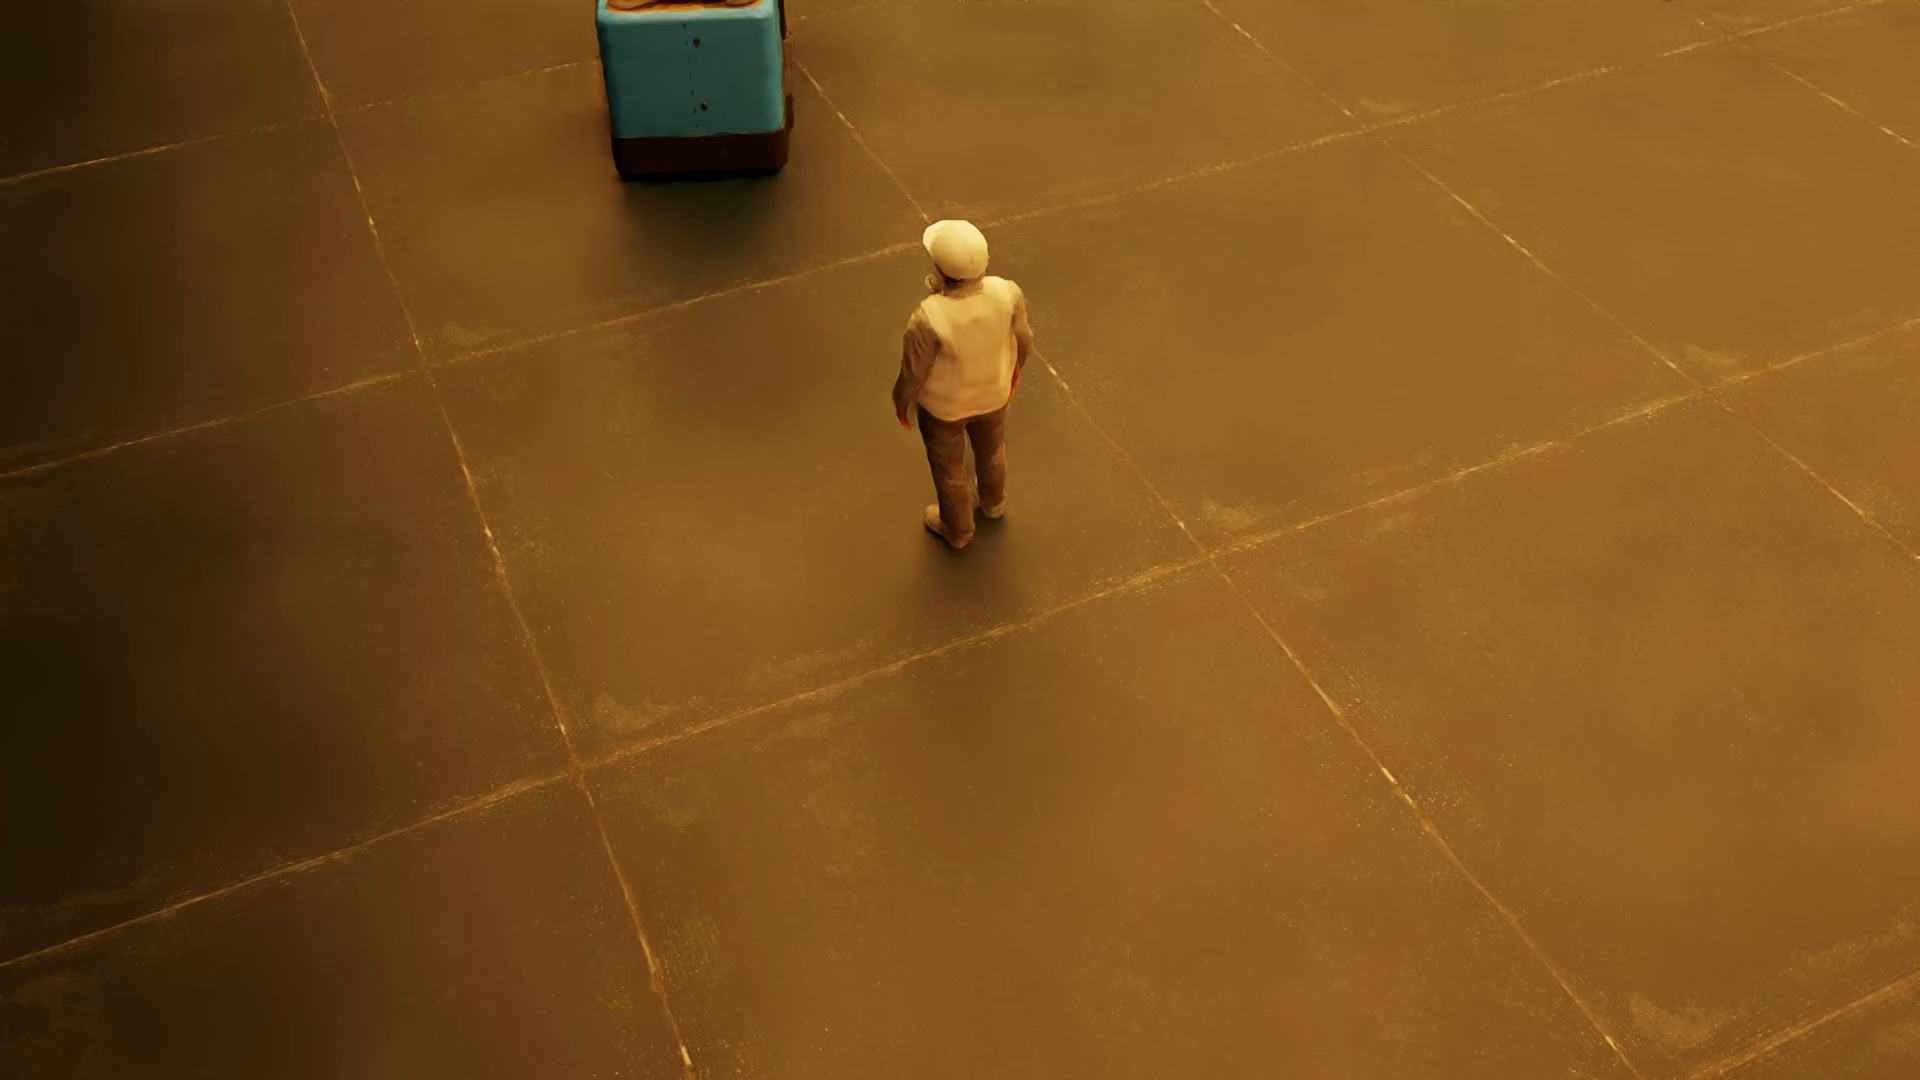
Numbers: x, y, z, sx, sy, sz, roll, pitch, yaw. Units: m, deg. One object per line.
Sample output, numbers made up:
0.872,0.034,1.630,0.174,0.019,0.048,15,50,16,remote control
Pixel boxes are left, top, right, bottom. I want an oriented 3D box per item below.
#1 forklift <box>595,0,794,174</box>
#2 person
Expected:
-1.702,-4.299,10.286,1.130,2.935,3.031,-3,43,-4,forklift
-0.019,-0.695,7.262,0.632,1.773,0.567,-18,46,-18,person
